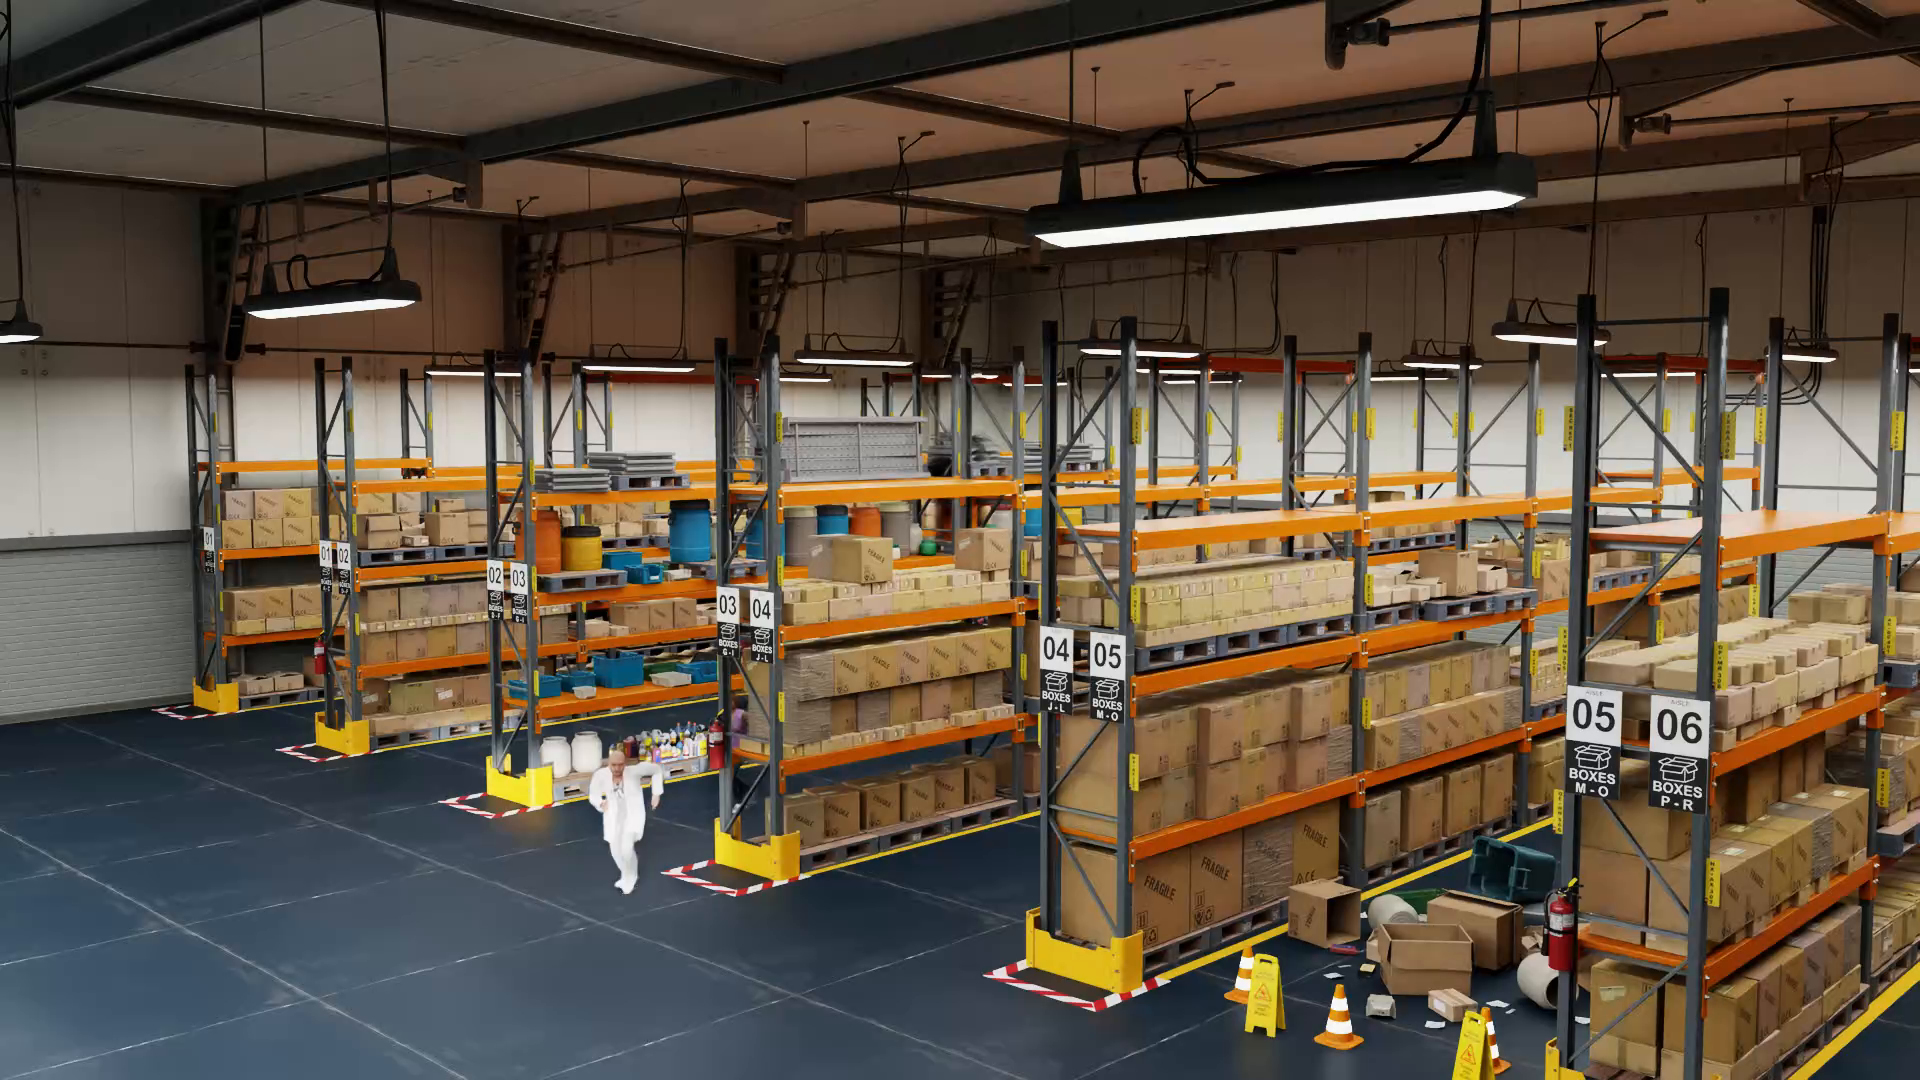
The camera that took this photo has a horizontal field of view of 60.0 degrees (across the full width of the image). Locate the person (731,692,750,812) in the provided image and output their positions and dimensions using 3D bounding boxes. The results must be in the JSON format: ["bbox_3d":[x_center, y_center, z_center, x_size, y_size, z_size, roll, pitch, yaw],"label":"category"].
[{"bbox_3d":[-2.948,2.741,21.412,0.519,1.564,0.552,1,5,16],"label":"person"}]

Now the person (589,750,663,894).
[{"bbox_3d":[-3.549,2.993,17.720,0.744,1.627,1.006,0,4,0],"label":"person"}]
